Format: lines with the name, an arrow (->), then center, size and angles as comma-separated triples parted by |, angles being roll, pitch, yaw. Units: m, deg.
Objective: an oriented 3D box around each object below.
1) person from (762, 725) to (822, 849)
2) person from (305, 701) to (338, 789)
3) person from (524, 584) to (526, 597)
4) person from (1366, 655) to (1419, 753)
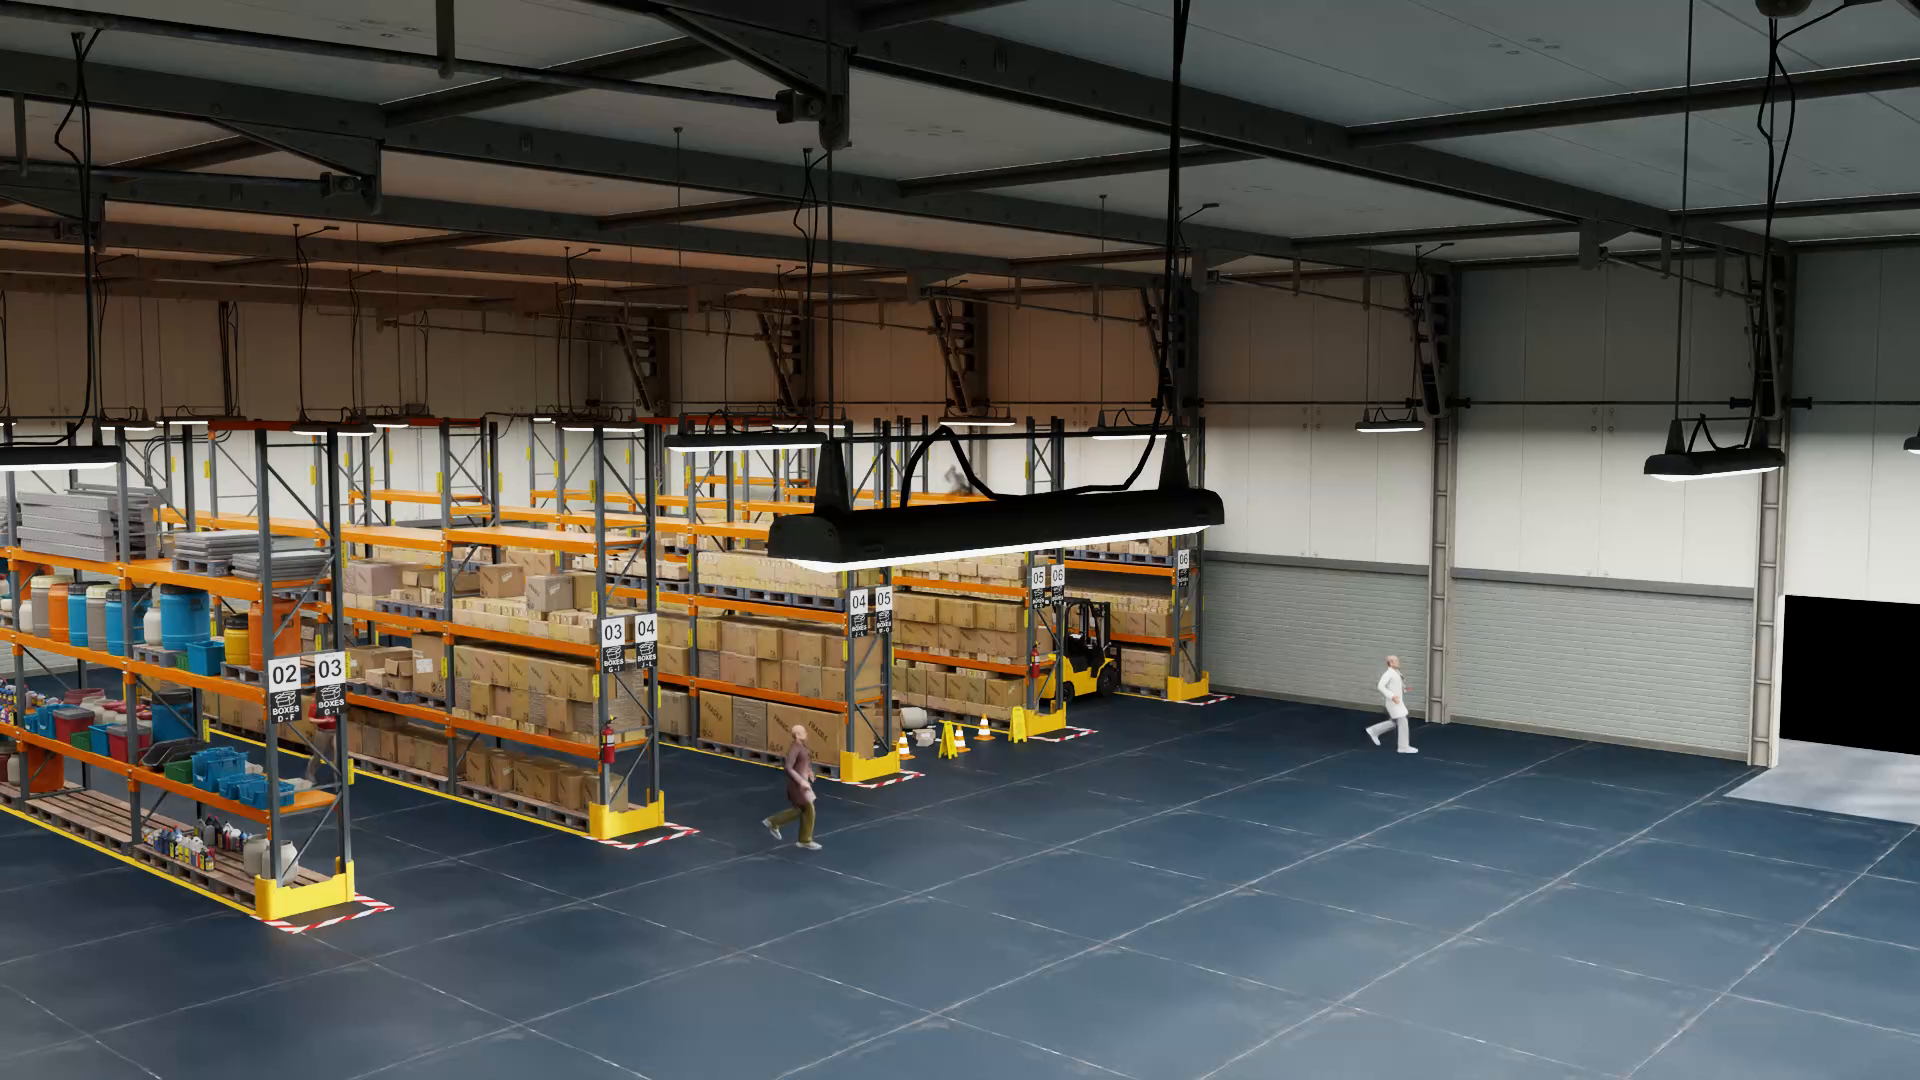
person -> -2.381, 3.498, 23.550 | 0.846, 1.788, 0.718 | 0, 5, -4
person -> -10.355, 3.220, 27.196 | 0.672, 1.784, 0.930 | -5, 7, -44
person -> -11.237, 1.918, 43.331 | 0.655, 1.707, 0.628 | -3, 5, -29
person -> 7.817, 2.964, 30.055 | 0.963, 1.734, 0.720 | 2, 5, 24
